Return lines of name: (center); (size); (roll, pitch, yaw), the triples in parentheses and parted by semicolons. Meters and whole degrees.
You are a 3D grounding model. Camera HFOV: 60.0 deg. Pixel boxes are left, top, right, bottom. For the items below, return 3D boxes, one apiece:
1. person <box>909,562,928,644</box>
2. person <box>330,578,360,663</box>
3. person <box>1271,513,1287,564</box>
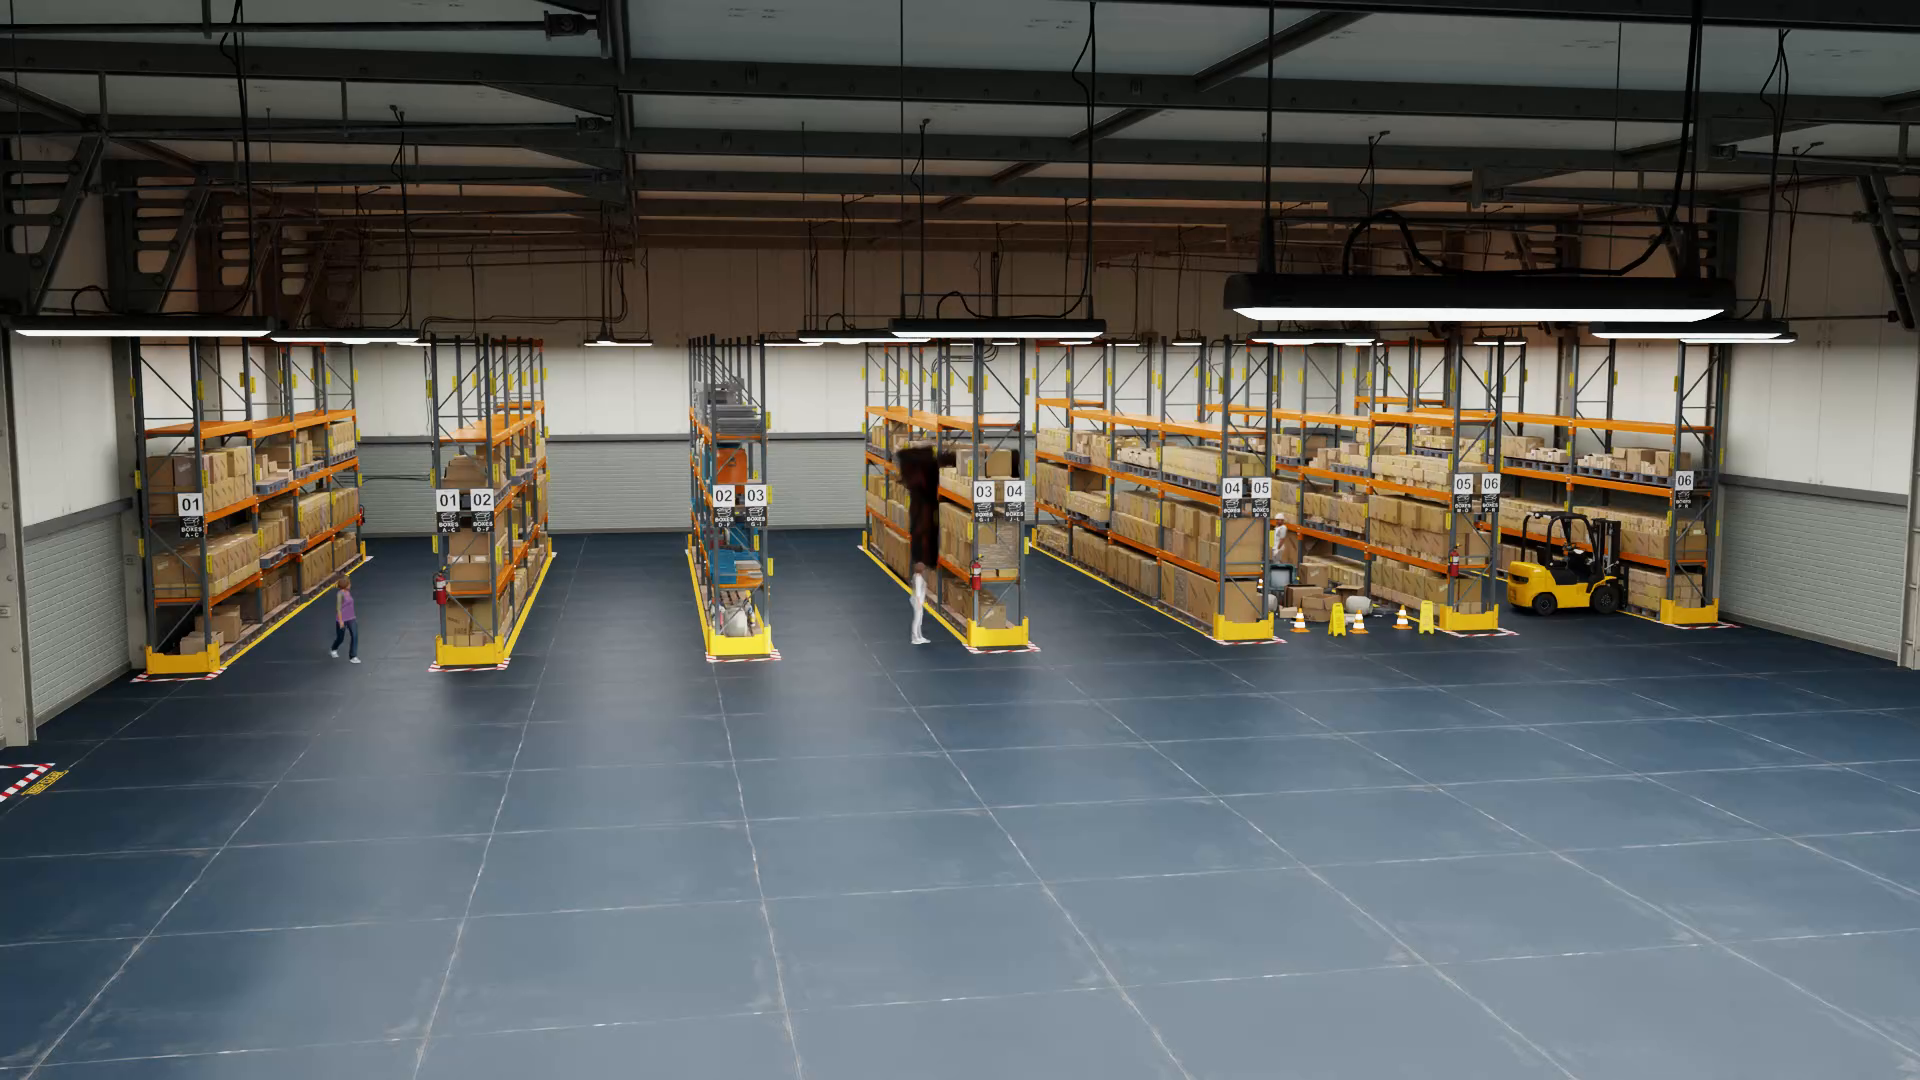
person: (-0.801, 1.222, 32.402); (0.375, 1.608, 0.443); (0, 7, -2)
person: (-11.297, 1.458, 30.465); (0.399, 1.556, 0.801); (-6, 9, -44)
person: (7.643, 0.257, 40.056); (0.503, 1.815, 0.606); (2, 7, 19)
